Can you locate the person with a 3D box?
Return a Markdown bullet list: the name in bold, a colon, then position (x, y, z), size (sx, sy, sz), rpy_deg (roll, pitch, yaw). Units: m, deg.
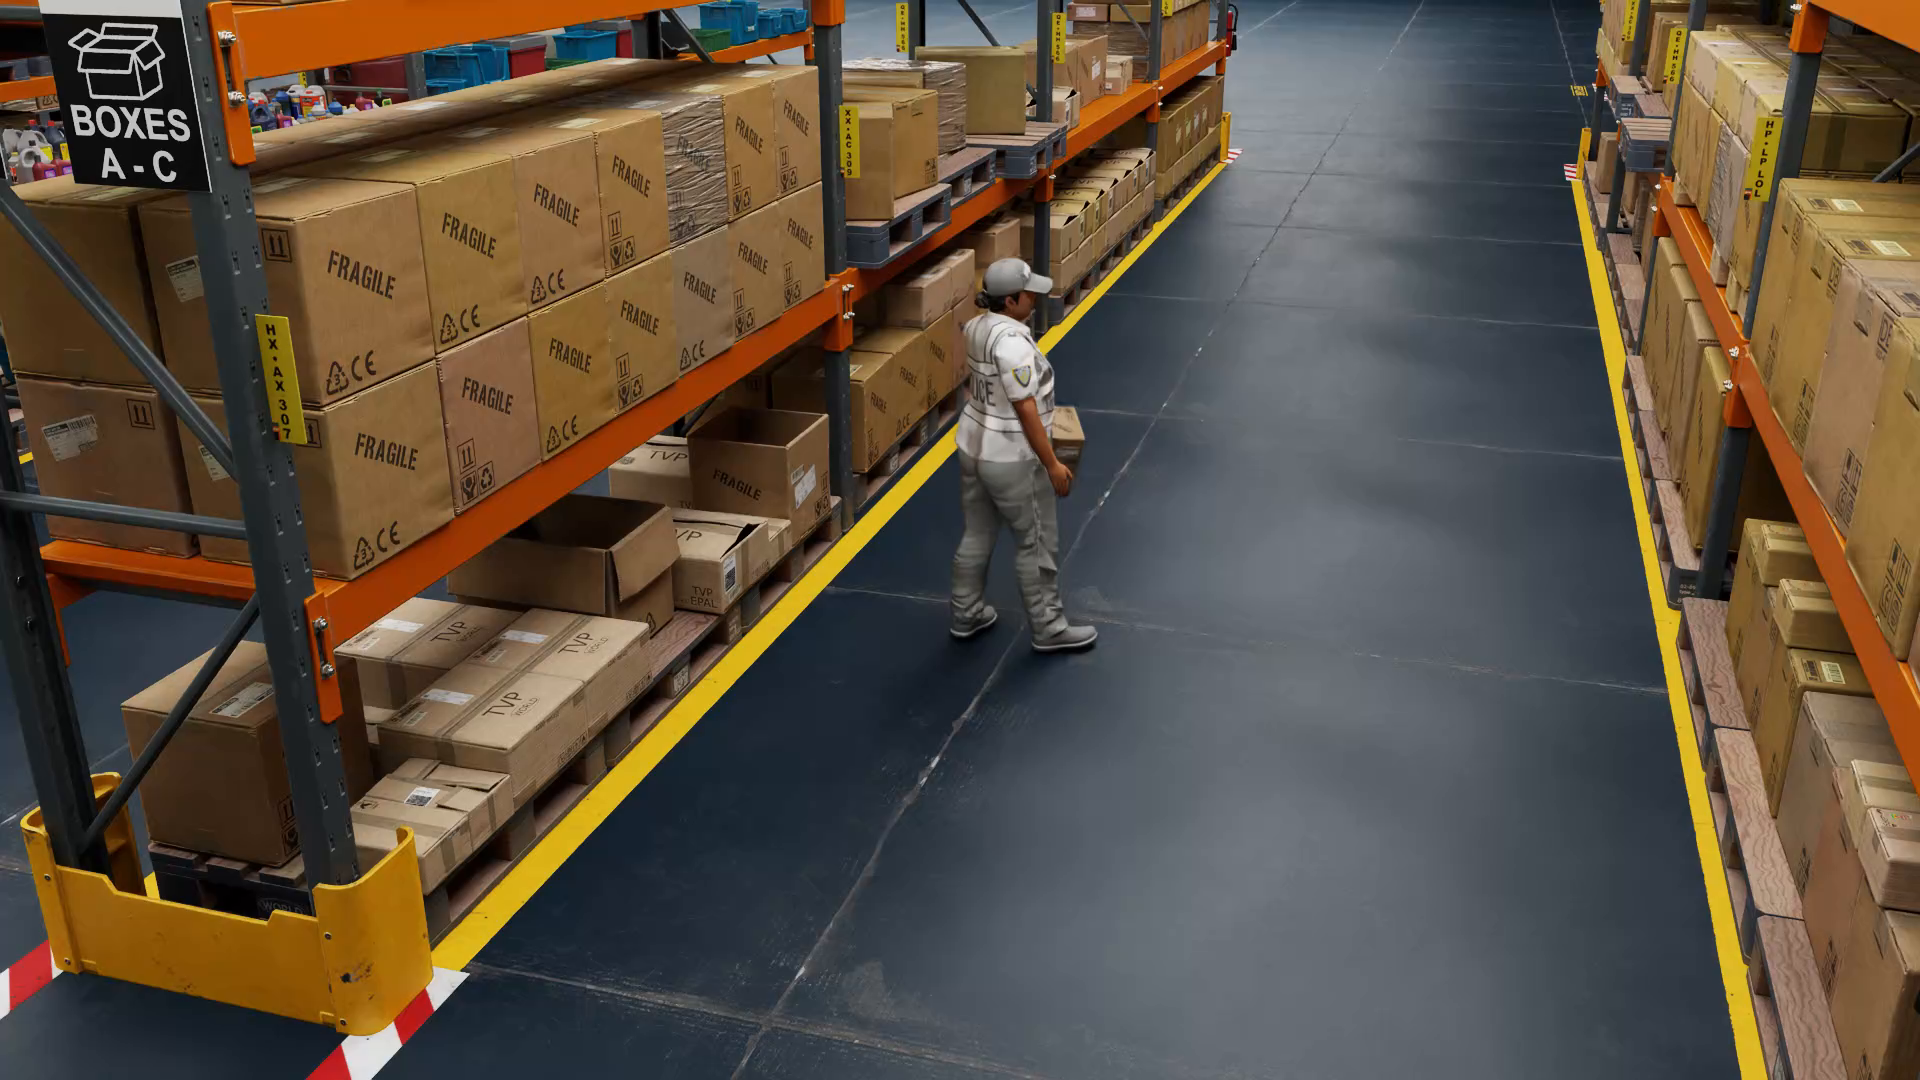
- **person**: position (0.267, -0.350, 6.911), size (0.567, 1.661, 0.585), rpy_deg (-10, 24, -22)
